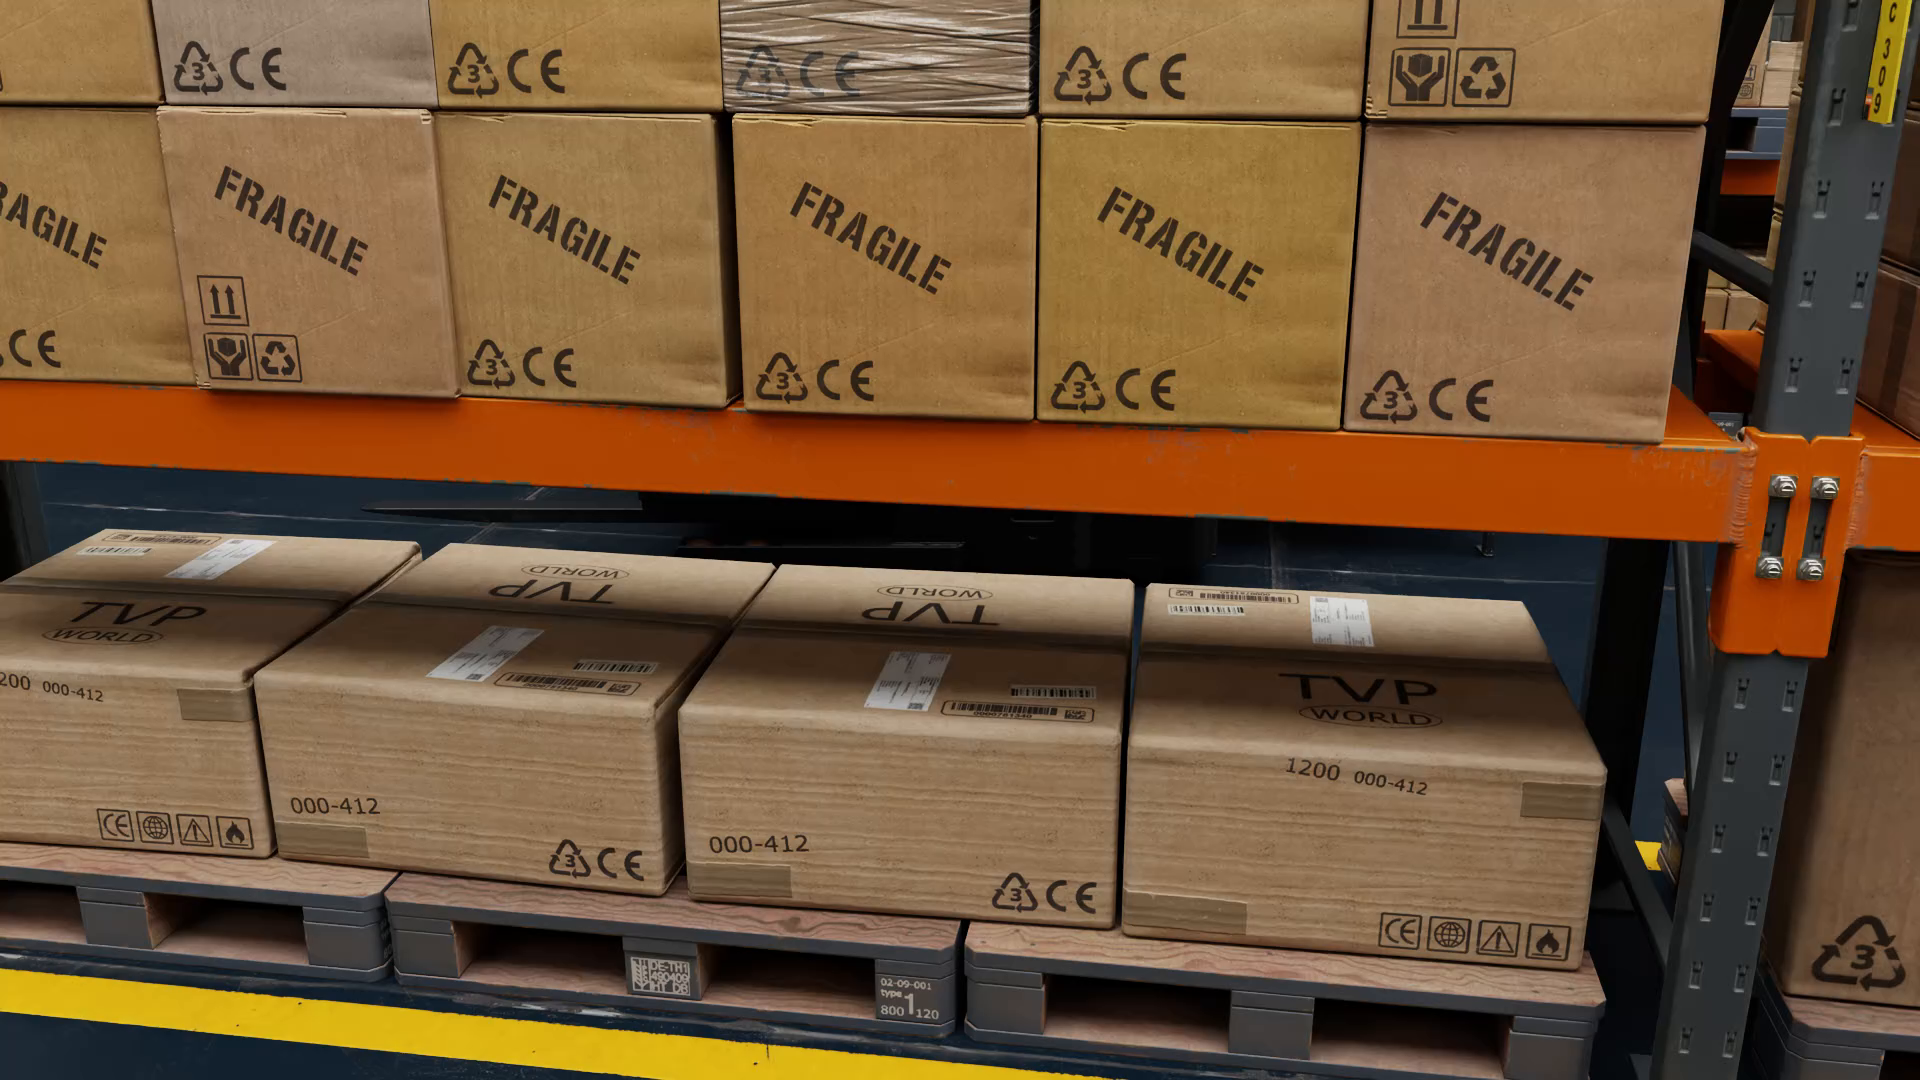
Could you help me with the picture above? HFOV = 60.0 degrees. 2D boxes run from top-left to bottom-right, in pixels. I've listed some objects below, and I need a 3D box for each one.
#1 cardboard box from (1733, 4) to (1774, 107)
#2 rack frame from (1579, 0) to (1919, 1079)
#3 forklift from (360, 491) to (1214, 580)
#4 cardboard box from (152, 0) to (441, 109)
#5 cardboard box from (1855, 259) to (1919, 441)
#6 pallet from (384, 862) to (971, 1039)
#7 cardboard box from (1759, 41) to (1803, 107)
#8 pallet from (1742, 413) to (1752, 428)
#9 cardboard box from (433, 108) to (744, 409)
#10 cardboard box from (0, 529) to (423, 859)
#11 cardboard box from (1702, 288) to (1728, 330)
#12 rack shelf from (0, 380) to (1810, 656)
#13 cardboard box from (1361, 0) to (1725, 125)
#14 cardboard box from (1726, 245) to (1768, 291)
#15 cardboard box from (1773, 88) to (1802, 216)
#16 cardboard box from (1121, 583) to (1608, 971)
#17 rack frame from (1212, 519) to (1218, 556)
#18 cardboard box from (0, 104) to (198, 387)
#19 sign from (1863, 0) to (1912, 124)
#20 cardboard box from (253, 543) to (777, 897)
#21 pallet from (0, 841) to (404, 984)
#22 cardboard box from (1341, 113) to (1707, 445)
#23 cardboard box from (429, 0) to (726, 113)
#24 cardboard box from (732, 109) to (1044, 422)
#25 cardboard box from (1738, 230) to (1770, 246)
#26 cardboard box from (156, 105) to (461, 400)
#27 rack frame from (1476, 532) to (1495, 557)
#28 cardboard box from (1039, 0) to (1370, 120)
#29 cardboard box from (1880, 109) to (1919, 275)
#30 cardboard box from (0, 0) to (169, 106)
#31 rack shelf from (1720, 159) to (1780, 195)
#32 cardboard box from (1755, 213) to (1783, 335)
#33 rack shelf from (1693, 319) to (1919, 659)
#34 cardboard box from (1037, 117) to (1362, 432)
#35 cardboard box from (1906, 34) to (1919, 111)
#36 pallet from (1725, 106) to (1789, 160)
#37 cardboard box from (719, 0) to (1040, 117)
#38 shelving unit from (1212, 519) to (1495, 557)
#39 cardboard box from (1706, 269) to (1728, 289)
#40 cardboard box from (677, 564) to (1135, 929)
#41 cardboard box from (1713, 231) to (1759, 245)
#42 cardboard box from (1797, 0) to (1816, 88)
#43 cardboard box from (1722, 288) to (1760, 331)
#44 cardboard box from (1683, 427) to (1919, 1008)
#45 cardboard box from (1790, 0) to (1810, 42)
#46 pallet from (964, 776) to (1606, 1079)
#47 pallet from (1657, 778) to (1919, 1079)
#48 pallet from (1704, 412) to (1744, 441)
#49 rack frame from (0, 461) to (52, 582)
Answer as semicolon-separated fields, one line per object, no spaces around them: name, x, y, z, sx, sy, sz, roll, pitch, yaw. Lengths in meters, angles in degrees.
cardboard box;3.154;-2.169;7.238;0.500;0.500;0.700;3;19;9
rack frame;1.417;-0.487;3.032;0.127;3.000;1.000;3;19;9
forklift;-0.624;-1.391;5.842;3.031;2.935;1.130;0;19;0
cardboard box;-1.083;-1.050;2.979;0.500;0.500;0.500;3;19;8
cardboard box;1.809;-0.311;2.743;0.500;0.250;0.500;2;19;7
pallet;-0.530;0.712;3.844;1.213;0.211;1.003;3;19;9
cardboard box;3.511;-1.988;7.067;0.258;0.266;0.396;4;19;11
pallet;4.218;-0.630;7.855;1.213;0.211;1.003;3;19;9
cardboard box;-0.604;-0.554;3.074;0.500;0.500;0.500;4;19;10
cardboard box;-1.865;0.329;3.968;0.875;0.438;0.875;2;19;7
cardboard box;3.170;-0.938;7.656;0.500;0.500;0.500;3;19;8
rack shelf;-0.558;-0.247;3.447;4.000;0.370;1.077;3;19;9
cardboard box;0.907;-0.946;2.670;0.500;0.500;0.500;3;19;8
cardboard box;3.567;-1.230;7.506;0.250;0.149;0.380;3;19;9
cardboard box;1.891;-0.707;3.138;0.500;0.250;0.500;3;19;9
cardboard box;0.814;0.463;3.567;0.875;0.438;0.875;3;19;8
rack frame;0.929;-0.730;6.121;0.032;1.500;0.500;0;18;0
cardboard box;-1.600;-0.605;3.227;0.500;0.500;0.500;3;19;8
sign;1.330;-0.762;2.363;0.005;0.325;0.100;3;19;9
cardboard box;-0.960;0.373;3.839;0.875;0.438;0.875;3;19;10
pallet;-1.731;0.649;4.029;1.213;0.211;1.003;3;19;9
cardboard box;0.918;-0.478;2.847;0.500;0.500;0.500;3;19;9
cardboard box;-0.590;-1.025;2.905;0.500;0.500;0.500;3;19;9
cardboard box;-0.089;-0.523;2.981;0.500;0.500;0.500;3;19;8
cardboard box;3.894;-1.384;7.967;0.250;0.149;0.380;3;19;9
cardboard box;-1.101;-0.574;3.134;0.500;0.500;0.500;3;19;8
rack frame;1.945;-0.727;6.113;0.032;1.500;0.500;0;18;0
cardboard box;0.407;-0.974;2.754;0.500;0.500;0.500;3;19;8
cardboard box;1.806;-0.543;2.647;0.500;0.250;0.500;2;19;7
cardboard box;-1.593;-1.073;3.049;0.500;0.500;0.500;2;19;7
rack shelf;4.175;-1.601;7.494;4.000;0.370;1.077;3;19;9
cardboard box;1.900;-0.473;3.225;0.500;0.250;0.500;2;19;7
rack shelf;3.391;-0.046;2.846;4.000;0.370;1.077;3;19;9
cardboard box;0.409;-0.502;2.919;0.500;0.500;0.500;2;19;7
cardboard box;1.806;-0.897;2.522;0.500;0.500;0.500;3;19;9
pallet;2.972;-1.877;7.489;1.213;0.211;1.003;3;19;9
cardboard box;-0.097;-0.997;2.822;0.500;0.500;0.500;3;19;9
shelving unit;1.437;-0.729;6.117;1.048;1.500;0.538;0;18;0
cardboard box;3.326;-1.254;7.579;0.250;0.149;0.380;3;19;8
cardboard box;-0.070;0.418;3.701;0.875;0.438;0.875;2;19;7
cardboard box;3.632;-1.379;7.953;0.250;0.149;0.380;3;19;10
cardboard box;1.898;-1.065;3.026;0.500;0.500;0.500;4;19;10
cardboard box;3.662;-0.911;7.577;0.500;0.500;0.500;2;19;7
cardboard box;2.042;0.327;3.285;0.875;0.875;0.875;4;19;10
cardboard box;3.929;-2.129;7.120;0.500;0.500;0.700;3;19;8
pallet;0.678;0.772;3.662;1.213;0.211;1.003;3;19;9
pallet;2.191;0.850;3.429;1.213;0.211;1.003;3;19;9
pallet;3.009;-0.691;8.036;1.213;0.211;1.003;3;19;9
rack frame;-2.533;-0.689;3.634;0.127;3.000;1.000;3;19;9
